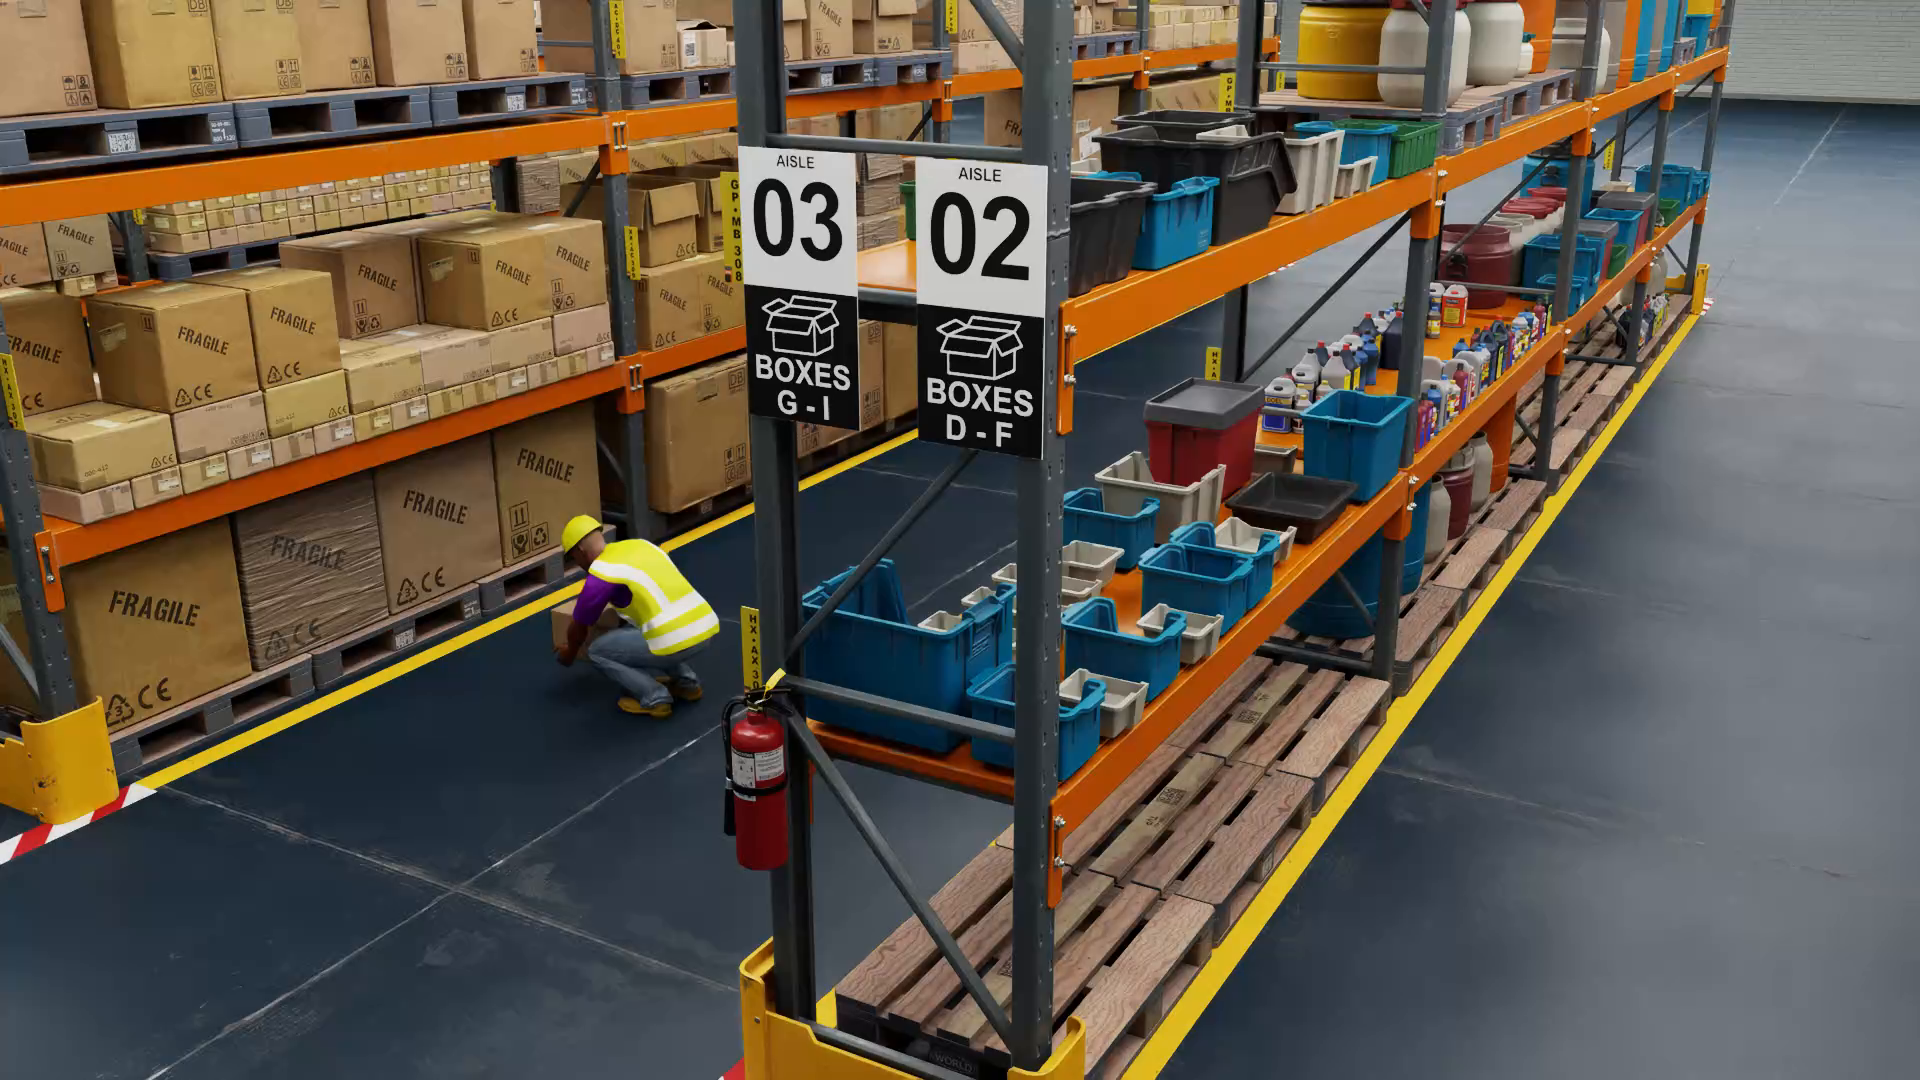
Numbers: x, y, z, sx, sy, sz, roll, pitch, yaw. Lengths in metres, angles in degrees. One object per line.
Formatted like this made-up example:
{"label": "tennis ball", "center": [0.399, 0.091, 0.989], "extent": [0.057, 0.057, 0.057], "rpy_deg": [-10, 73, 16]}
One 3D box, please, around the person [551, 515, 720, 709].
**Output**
{"label": "person", "center": [-1.704, 0.355, 8.636], "extent": [0.893, 0.952, 0.562], "rpy_deg": [11, 22, 28]}
